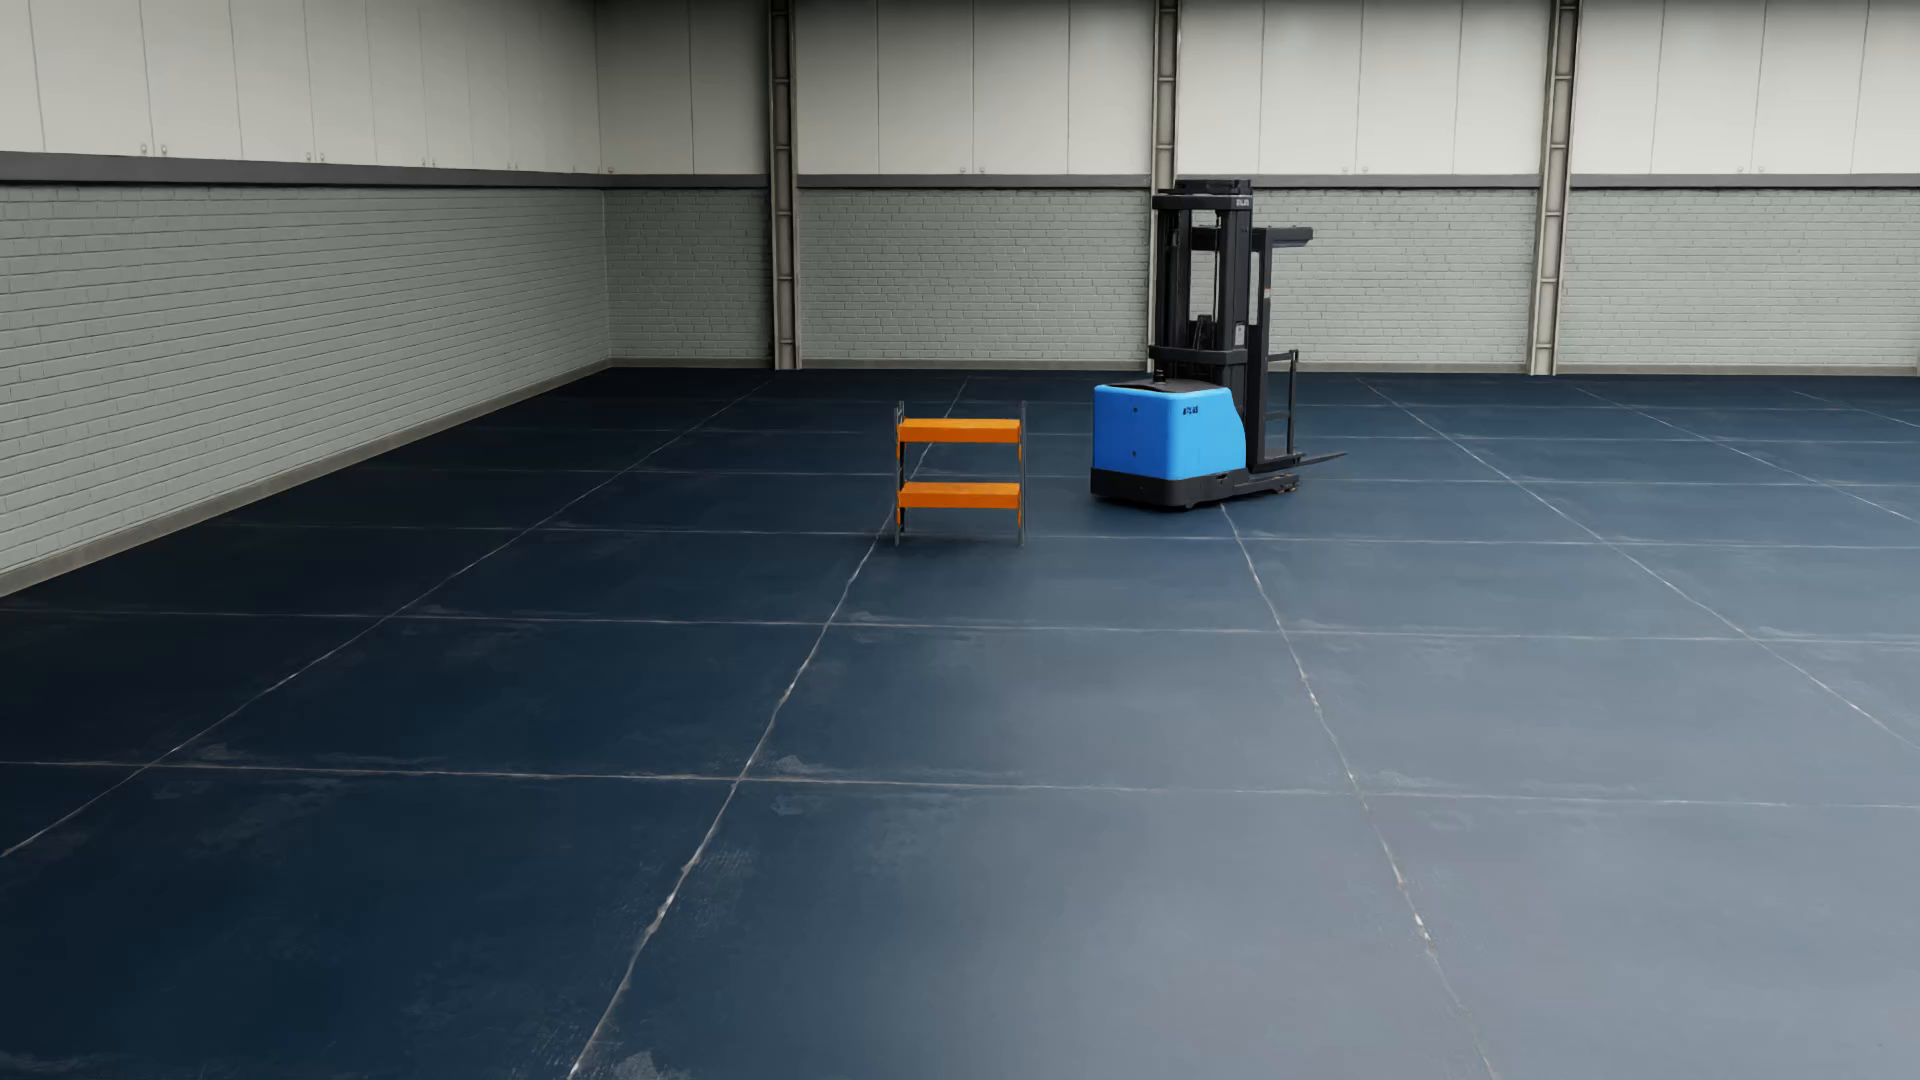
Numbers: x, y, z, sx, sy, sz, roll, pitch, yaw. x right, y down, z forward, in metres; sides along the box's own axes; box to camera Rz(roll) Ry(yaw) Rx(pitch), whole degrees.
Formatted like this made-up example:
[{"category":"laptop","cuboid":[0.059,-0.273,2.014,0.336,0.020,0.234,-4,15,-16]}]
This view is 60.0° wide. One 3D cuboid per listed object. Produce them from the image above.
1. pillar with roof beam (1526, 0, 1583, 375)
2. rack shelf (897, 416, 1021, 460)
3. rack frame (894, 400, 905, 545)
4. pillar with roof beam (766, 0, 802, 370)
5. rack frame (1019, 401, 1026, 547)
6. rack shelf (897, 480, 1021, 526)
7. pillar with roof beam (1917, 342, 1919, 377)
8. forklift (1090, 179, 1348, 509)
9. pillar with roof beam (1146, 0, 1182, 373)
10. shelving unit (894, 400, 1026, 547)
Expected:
[{"category":"pillar with roof beam","cuboid":[8.893,-6.147,21.175,0.400,9.000,9.100,1,12,4]},{"category":"rack shelf","cuboid":[0.007,-0.837,13.593,1.000,0.278,0.538,1,12,4]},{"category":"rack frame","cuboid":[-0.500,-0.557,13.686,0.032,1.125,0.500,1,12,4]},{"category":"pillar with roof beam","cuboid":[-3.081,-6.311,21.959,0.400,9.000,9.100,1,12,4]},{"category":"rack frame","cuboid":[0.514,-0.544,13.619,0.032,1.125,0.500,1,12,4]},{"category":"rack shelf","cuboid":[0.007,-0.311,13.703,1.000,0.278,0.538,1,12,4]},{"category":"pillar with roof beam","cuboid":[14.879,-6.065,20.782,0.400,9.000,9.100,1,12,4]},{"category":"forklift","cuboid":[2.634,-1.946,15.913,3.031,2.935,1.130,-11,16,-42]},{"category":"pillar with roof beam","cuboid":[2.906,-6.229,21.567,0.400,9.000,9.100,1,12,4]},{"category":"shelving unit","cuboid":[0.007,-0.550,13.652,1.048,1.125,0.538,1,12,4]}]
